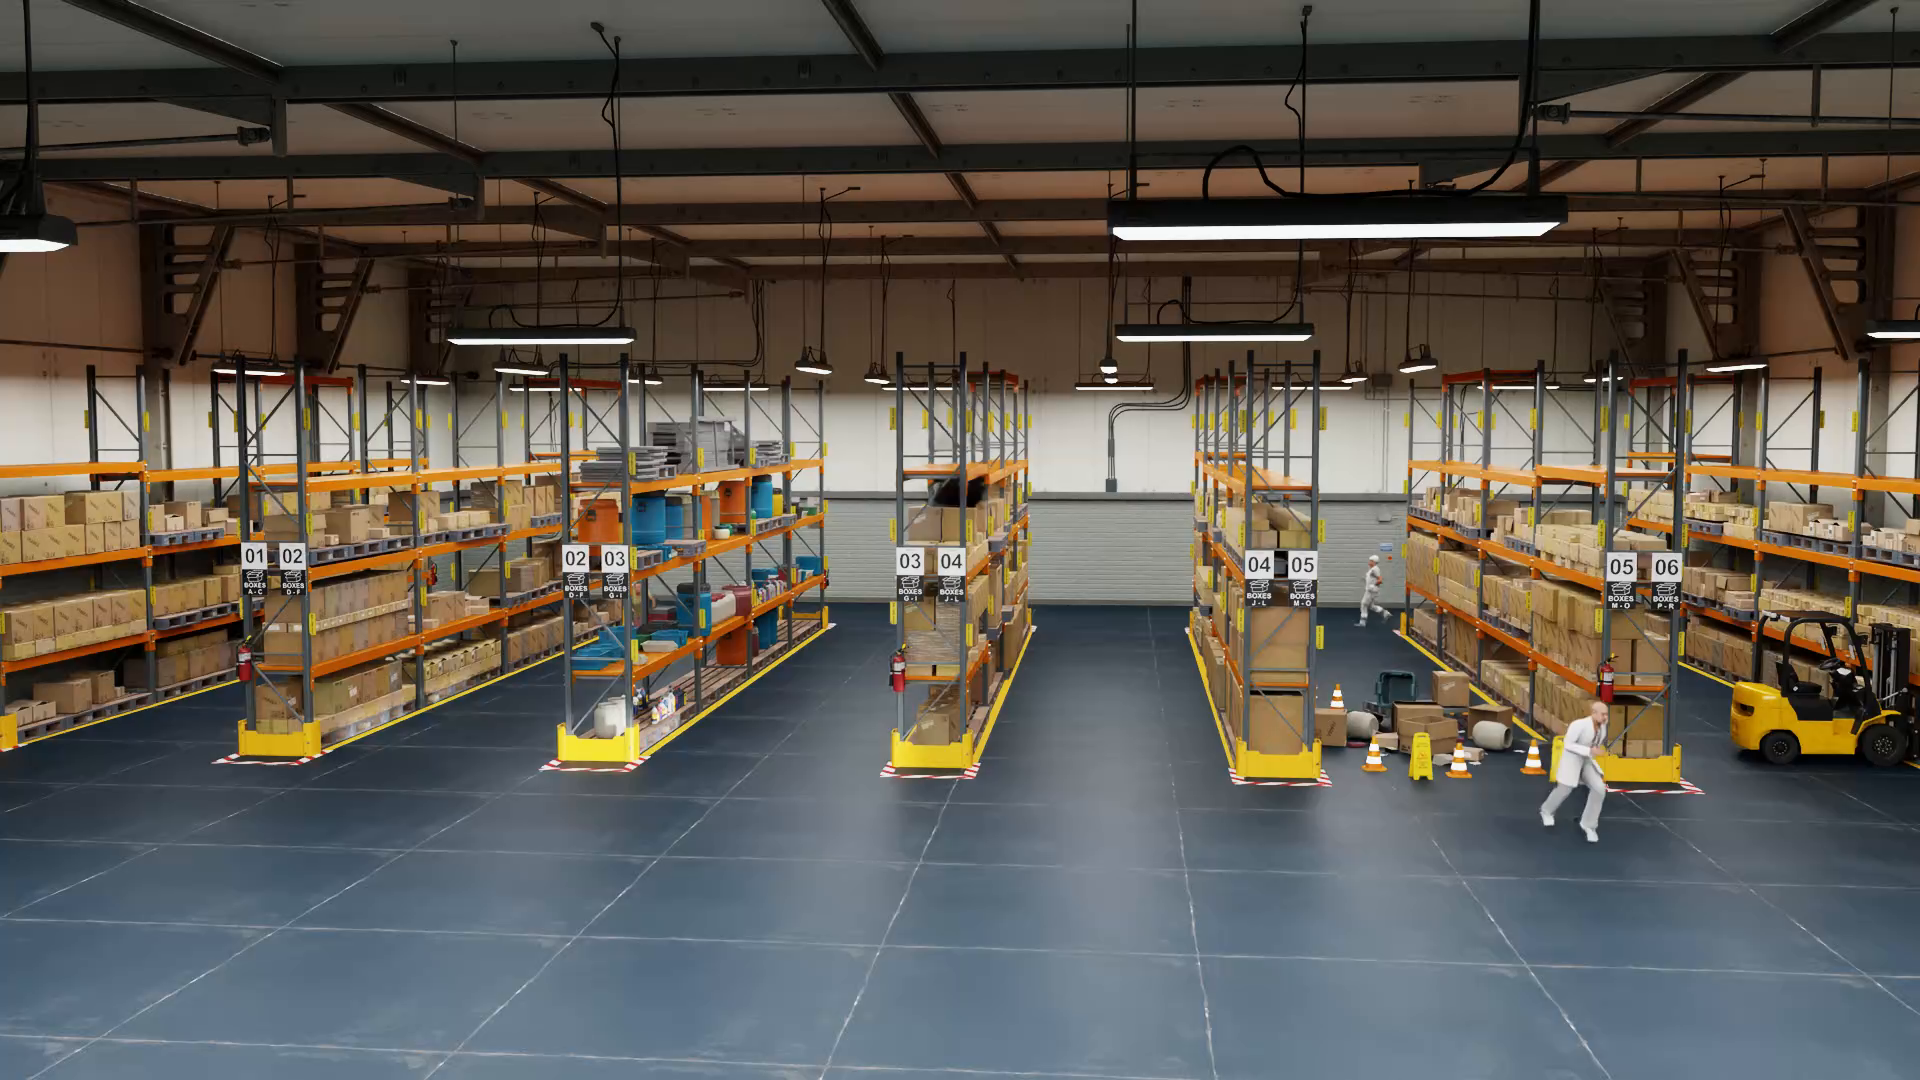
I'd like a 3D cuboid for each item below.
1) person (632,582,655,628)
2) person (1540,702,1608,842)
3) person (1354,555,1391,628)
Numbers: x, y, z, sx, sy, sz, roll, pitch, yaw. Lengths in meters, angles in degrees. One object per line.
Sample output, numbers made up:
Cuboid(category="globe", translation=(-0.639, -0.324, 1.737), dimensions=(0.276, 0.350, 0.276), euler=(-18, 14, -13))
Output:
Cuboid(category="person", translation=(-6.875, 1.679, 35.776), dimensions=(0.571, 1.593, 0.675), euler=(0, 4, 6))
Cuboid(category="person", translation=(7.453, 2.766, 20.116), dimensions=(0.753, 1.738, 1.072), euler=(-2, 4, -24))
Cuboid(category="person", translation=(10.034, 1.250, 40.396), dimensions=(0.910, 1.766, 0.672), euler=(1, 4, 11))
